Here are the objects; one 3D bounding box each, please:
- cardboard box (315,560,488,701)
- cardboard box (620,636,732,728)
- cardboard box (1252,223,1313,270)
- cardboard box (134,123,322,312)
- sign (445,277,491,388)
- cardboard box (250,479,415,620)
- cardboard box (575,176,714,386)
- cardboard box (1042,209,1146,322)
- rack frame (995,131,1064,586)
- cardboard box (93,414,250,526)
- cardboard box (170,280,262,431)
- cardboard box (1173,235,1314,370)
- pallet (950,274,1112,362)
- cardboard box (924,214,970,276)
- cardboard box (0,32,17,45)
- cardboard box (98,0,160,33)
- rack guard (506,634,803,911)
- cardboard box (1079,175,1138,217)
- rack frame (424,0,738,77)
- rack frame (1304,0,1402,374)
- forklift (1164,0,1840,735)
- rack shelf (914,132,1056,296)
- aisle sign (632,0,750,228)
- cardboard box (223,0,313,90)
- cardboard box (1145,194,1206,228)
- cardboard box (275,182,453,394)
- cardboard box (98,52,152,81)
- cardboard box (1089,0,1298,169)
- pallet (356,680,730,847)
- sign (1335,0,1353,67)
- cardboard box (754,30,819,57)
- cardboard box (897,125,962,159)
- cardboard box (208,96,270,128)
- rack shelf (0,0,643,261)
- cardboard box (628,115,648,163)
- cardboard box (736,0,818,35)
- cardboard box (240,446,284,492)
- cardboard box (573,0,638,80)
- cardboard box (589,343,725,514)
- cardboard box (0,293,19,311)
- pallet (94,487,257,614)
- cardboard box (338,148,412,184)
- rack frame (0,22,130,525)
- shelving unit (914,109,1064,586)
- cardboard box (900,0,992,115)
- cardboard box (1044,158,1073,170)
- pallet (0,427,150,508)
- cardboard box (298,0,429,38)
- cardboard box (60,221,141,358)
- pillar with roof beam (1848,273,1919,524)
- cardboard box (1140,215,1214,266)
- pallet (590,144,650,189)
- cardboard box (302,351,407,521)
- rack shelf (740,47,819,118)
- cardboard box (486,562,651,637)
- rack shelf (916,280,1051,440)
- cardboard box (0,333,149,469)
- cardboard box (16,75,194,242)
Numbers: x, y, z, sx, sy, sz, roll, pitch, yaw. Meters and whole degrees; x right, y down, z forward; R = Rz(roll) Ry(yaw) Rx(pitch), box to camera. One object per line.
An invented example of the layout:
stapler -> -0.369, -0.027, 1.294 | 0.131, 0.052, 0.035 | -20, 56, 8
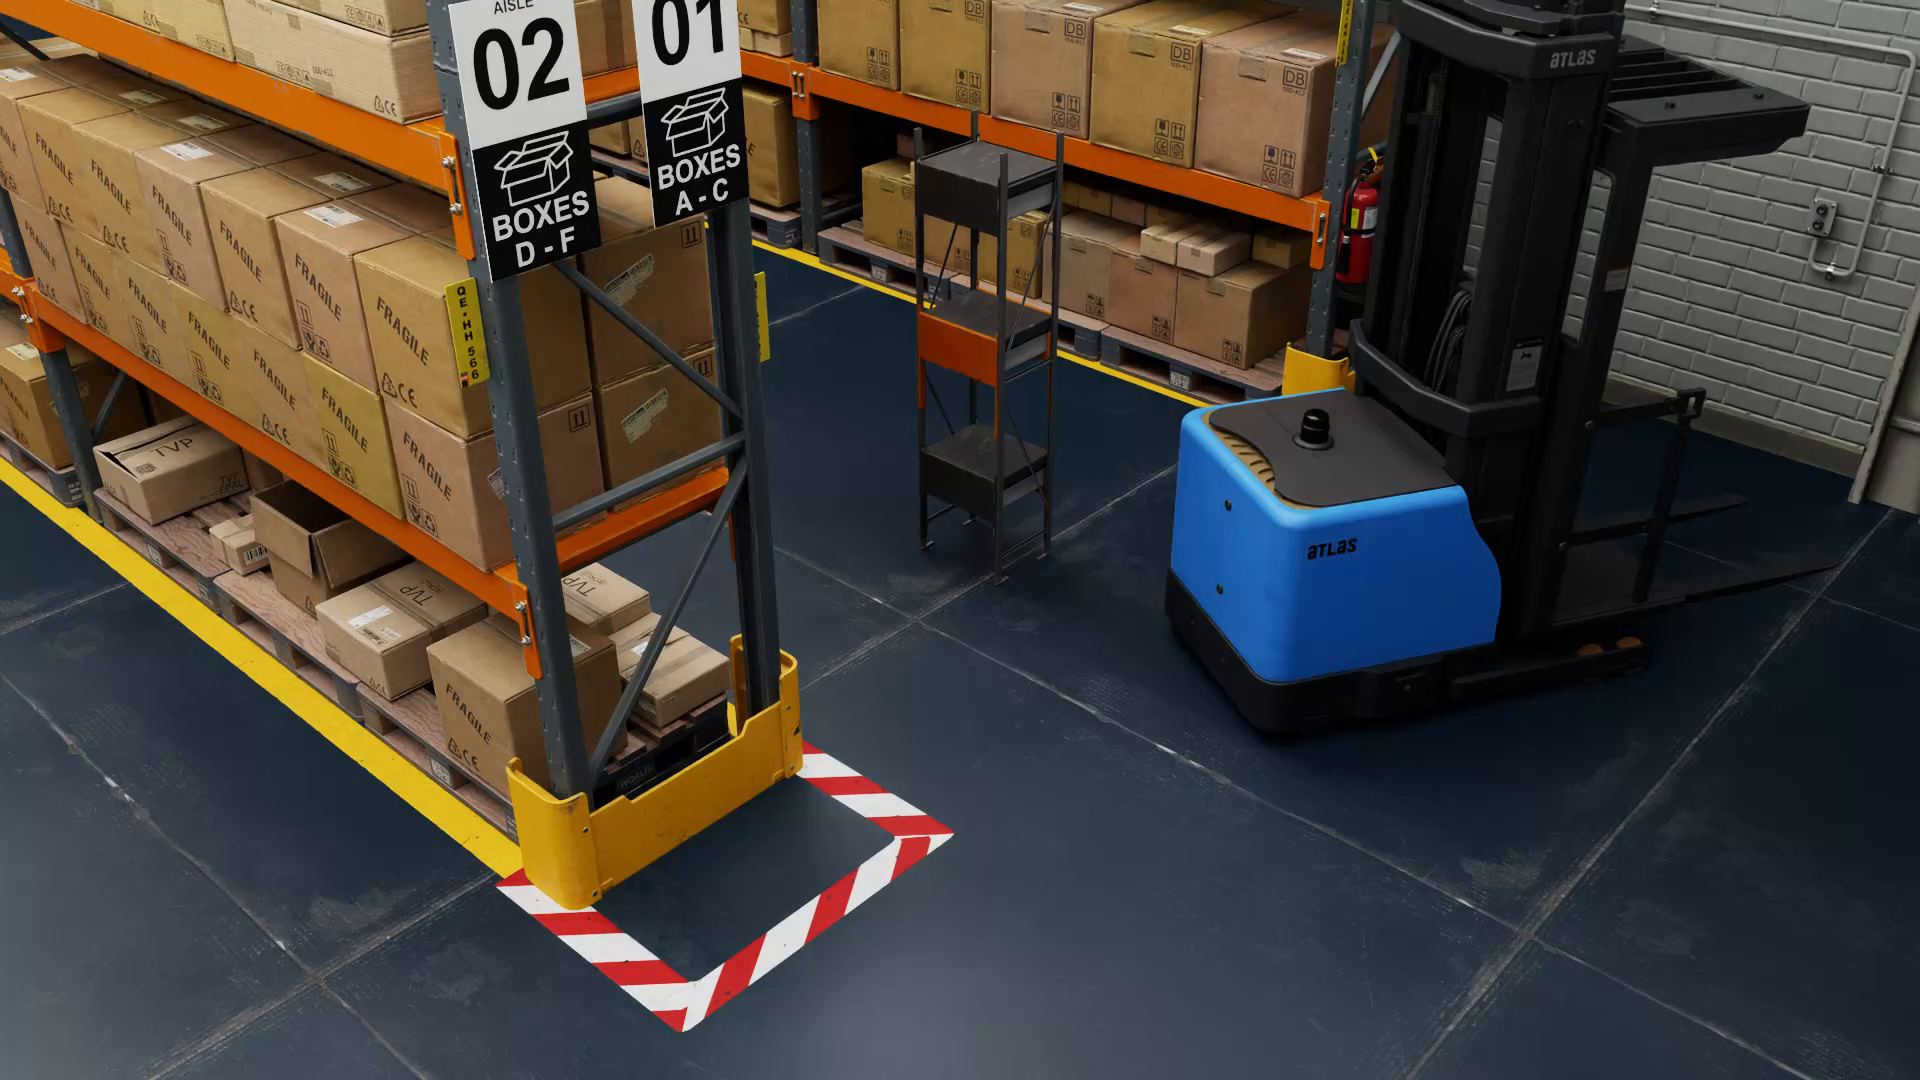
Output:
cardboard box -> -2.324, 0.369, 6.968 | 0.500, 0.250, 0.500 | 25, 39, 35
cardboard box -> -1.151, 0.571, 6.731 | 0.250, 0.149, 0.380 | 25, 39, 35
cardboard box -> 1.891, -1.706, 9.563 | 0.250, 0.149, 0.380 | 25, 39, 35
cardboard box -> -2.729, -1.236, 6.328 | 0.500, 0.500, 0.500 | 26, 40, 36
sign -> -1.458, -0.612, 4.929 | 0.005, 0.325, 0.100 | 25, 39, 35
cardboard box -> -2.640, -0.041, 7.404 | 0.637, 0.503, 0.797 | 25, 39, 35
cardboard box -> -1.223, -0.912, 5.790 | 0.500, 0.500, 0.500 | 26, 40, 36
cardboard box -> 0.920, -1.742, 10.251 | 0.500, 0.500, 0.700 | 24, 38, 34
rack frame -> 0.304, -0.758, 7.473 | 0.015, 2.100, 0.400 | 25, 39, 35
cardboard box -> -3.871, -0.379, 8.151 | 0.500, 0.311, 0.500 | 25, 39, 35
cardboard box -> -2.713, -0.807, 6.586 | 0.500, 0.500, 0.500 | 24, 39, 34
cardboard box -> 1.664, -1.395, 9.675 | 0.500, 0.500, 0.700 | 25, 39, 35
pallet -> 0.705, -1.556, 10.630 | 1.213, 0.211, 1.003 | 25, 39, 35
cardboard box -> 0.140, -2.102, 10.849 | 0.500, 0.500, 0.700 | 25, 39, 35
cardboard box -> -5.388, -2.381, 8.793 | 0.500, 0.500, 0.700 | 15, 34, 23
cardboard box -> -2.732, -2.008, 5.915 | 0.500, 0.250, 0.500 | 25, 39, 35
rack guard -> -1.127, 0.859, 6.339 | 0.348, 0.500, 1.175 | 25, 39, 35
cardboard box -> 0.950, -2.144, 10.290 | 0.250, 0.149, 0.380 | 25, 39, 36
rack frame -> -1.071, -2.756, 4.103 | 0.127, 3.000, 1.000 | 25, 39, 35
rack frame -> 2.250, -2.082, 8.799 | 0.127, 3.000, 1.000 | 25, 39, 35
forklift -> 2.505, -0.887, 6.881 | 3.031, 2.935, 1.130 | -9, 32, -15
rack shelf -> 0.123, -1.430, 7.259 | 0.480, 0.518, 0.431 | 25, 39, 35
aisle sign -> -0.823, -1.388, 5.127 | 0.004, 0.787, 0.394 | 25, 39, 35
cardboard box -> -1.992, -1.661, 5.338 | 0.500, 0.250, 0.500 | 25, 39, 35
cardboard box -> 1.330, -1.967, 9.997 | 0.250, 0.149, 0.380 | 25, 39, 35
cardboard box -> -1.961, -0.881, 5.738 | 0.500, 0.500, 0.500 | 26, 40, 36
cardboard box -> -3.488, -1.966, 7.540 | 0.500, 0.500, 0.500 | 25, 39, 35
cardboard box -> 1.318, -2.630, 9.420 | 0.700, 0.700, 0.980 | 25, 39, 35
pallet -> -1.719, 0.707, 6.871 | 1.213, 0.211, 1.003 | 25, 39, 35
sign -> 1.876, -2.476, 8.103 | 0.005, 0.325, 0.100 | 25, 39, 35
cardboard box -> -1.156, -3.376, 11.173 | 0.250, 0.149, 0.380 | 25, 39, 36
cardboard box -> -0.204, -2.681, 11.182 | 0.250, 0.149, 0.380 | 25, 39, 35
cardboard box -> -2.733, -1.615, 6.958 | 0.500, 0.500, 0.500 | 25, 39, 35
rack shelf -> -2.554, -1.855, 6.212 | 4.000, 0.370, 1.077 | 25, 39, 35
cardboard box -> -1.946, -3.207, 12.345 | 0.750, 0.750, 0.750 | 26, 40, 36
cardboard box -> -1.227, -3.708, 11.097 | 0.500, 0.500, 0.500 | 24, 39, 34
cardboard box -> -3.424, -0.599, 8.334 | 0.500, 0.500, 0.500 | 25, 39, 35
cardboard box -> -1.281, -1.682, 5.372 | 0.500, 0.250, 0.500 | 25, 39, 35
cardboard box -> -1.223, -0.483, 6.047 | 0.500, 0.500, 0.500 | 26, 40, 36
cardboard box -> -5.327, -1.097, 9.161 | 0.500, 0.500, 0.500 | 26, 39, 36
pallet -> -3.528, -0.138, 8.274 | 1.213, 0.211, 1.003 | 25, 39, 35
cardboard box -> -1.983, -1.265, 6.376 | 0.500, 0.500, 0.500 | 26, 39, 36
rack frame -> -4.037, -1.570, 7.950 | 0.127, 3.000, 1.000 | 25, 39, 35
shelving unit -> 0.123, -0.842, 7.613 | 0.503, 2.100, 0.431 | 25, 39, 35
cardboard box -> 0.213, -3.146, 10.276 | 0.700, 0.700, 0.980 | 24, 38, 34
cardboard box -> 0.570, -2.321, 10.584 | 0.250, 0.149, 0.380 | 25, 39, 36
pallet -> -4.665, -0.643, 9.113 | 1.213, 0.211, 1.003 | 25, 39, 35
cardboard box -> -1.623, -1.701, 4.920 | 0.500, 0.250, 0.500 | 25, 39, 35
cardboard box -> -3.460, -1.157, 7.166 | 0.500, 0.500, 0.500 | 26, 40, 36
pillar with roof beam -> 1.944, -2.402, 3.515 | 0.400, 9.000, 9.100 | 25, 39, 35
cardboard box -> 1.257, -1.735, 9.612 | 0.250, 0.149, 0.380 | 26, 40, 36
pallet -> -2.247, -2.932, 12.915 | 1.213, 0.211, 1.003 | 25, 39, 35
cardboard box -> -1.973, -0.458, 6.005 | 0.500, 0.500, 0.500 | 25, 39, 35
rack shelf -> -2.198, -3.850, 12.434 | 4.000, 0.370, 1.077 | 25, 39, 35
cardboard box -> -1.655, 0.334, 7.027 | 0.500, 0.250, 0.500 | 25, 39, 35
rack shelf -> 0.123, -0.831, 7.620 | 0.480, 0.518, 0.431 | 25, 39, 35
cardboard box -> -4.595, -0.749, 8.583 | 0.500, 0.500, 0.500 | 25, 39, 35
cardboard box -> -3.493, -1.592, 6.921 | 0.500, 0.500, 0.500 | 24, 38, 34
